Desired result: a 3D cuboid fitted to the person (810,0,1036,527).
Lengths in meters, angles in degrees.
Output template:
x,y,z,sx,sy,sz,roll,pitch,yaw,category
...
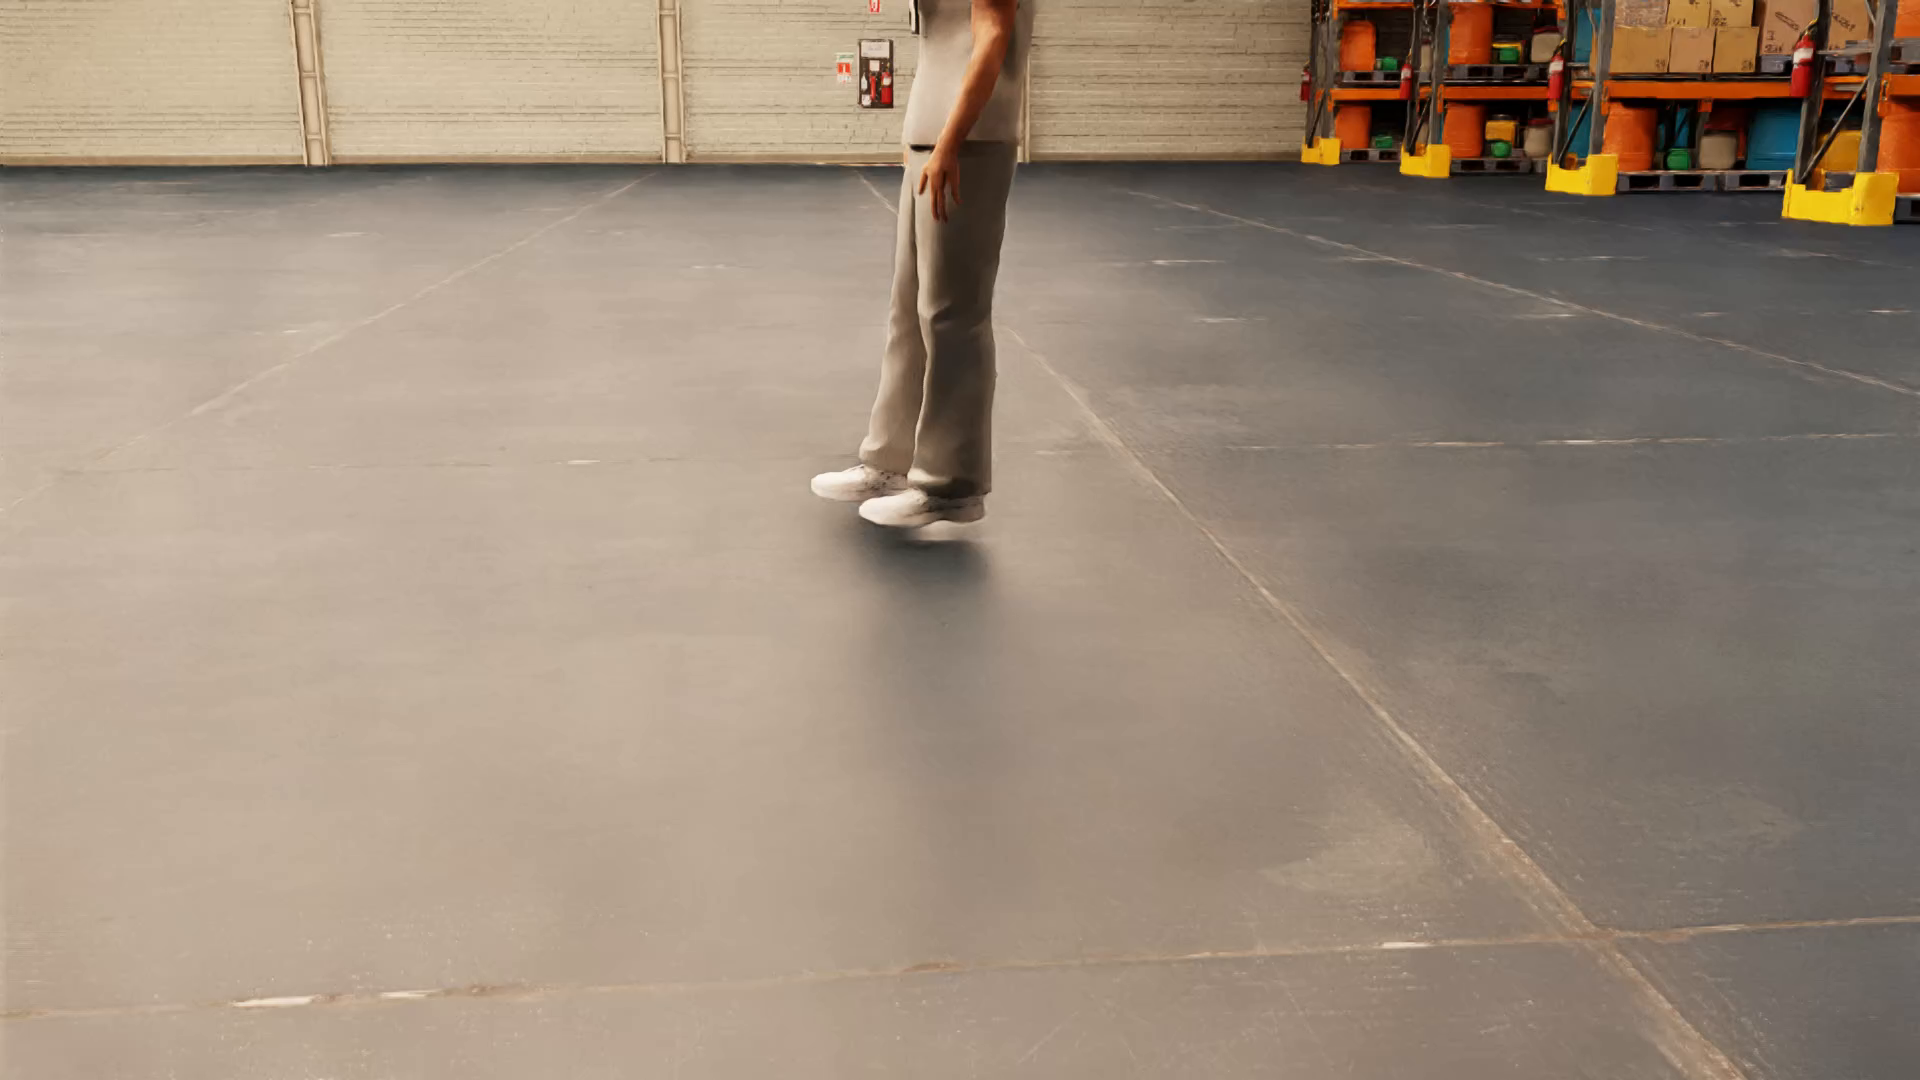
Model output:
x,y,z,sx,sy,sz,roll,pitch,yaw,category
-0.074,-0.857,3.716,0.549,1.673,0.550,-1,15,-5,person
